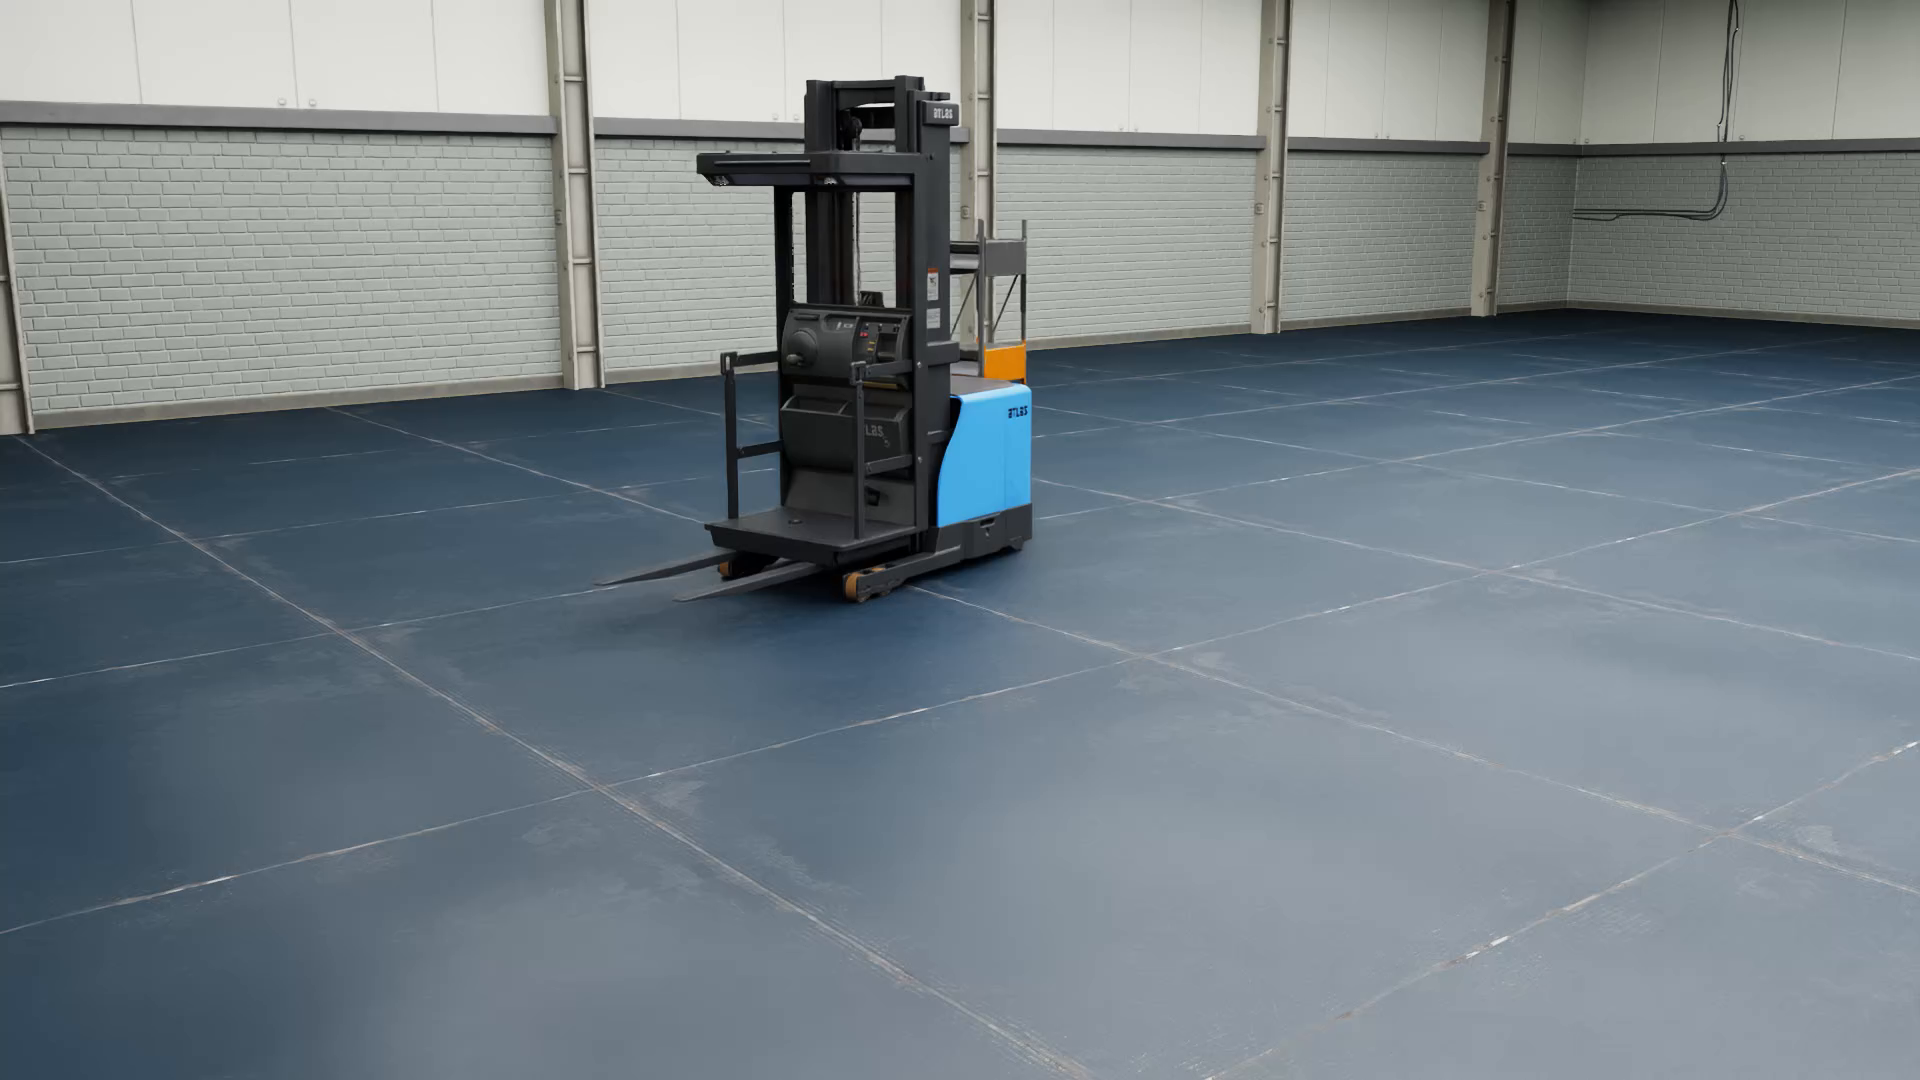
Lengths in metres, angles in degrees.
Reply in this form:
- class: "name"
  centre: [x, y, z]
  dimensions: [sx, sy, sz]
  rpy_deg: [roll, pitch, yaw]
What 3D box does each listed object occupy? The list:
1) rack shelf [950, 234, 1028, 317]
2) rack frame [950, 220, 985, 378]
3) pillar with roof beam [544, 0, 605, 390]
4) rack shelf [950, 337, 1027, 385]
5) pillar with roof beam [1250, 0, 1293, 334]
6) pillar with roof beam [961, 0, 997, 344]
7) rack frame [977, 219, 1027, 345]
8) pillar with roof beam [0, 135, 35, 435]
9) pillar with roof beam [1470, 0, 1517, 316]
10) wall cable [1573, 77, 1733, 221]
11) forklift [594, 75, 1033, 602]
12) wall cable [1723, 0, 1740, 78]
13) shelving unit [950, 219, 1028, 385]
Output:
- class: "rack shelf"
  centre: [0.139, -1.774, 11.123]
  dimensions: [0.431, 0.518, 0.480]
  rpy_deg: [9, 15, 36]
- class: "rack frame"
  centre: [-0.006, -1.062, 11.074]
  dimensions: [0.400, 2.100, 0.015]
  rpy_deg: [9, 15, 36]
- class: "pillar with roof beam"
  centre: [-1.742, -5.503, 15.381]
  dimensions: [0.400, 9.000, 9.100]
  rpy_deg: [-9, 15, -38]
- class: "rack shelf"
  centre: [0.139, -1.089, 11.269]
  dimensions: [0.431, 0.518, 0.480]
  rpy_deg: [9, 15, 36]
- class: "pillar with roof beam"
  centre: [7.629, -7.060, 22.714]
  dimensions: [0.400, 9.000, 9.100]
  rpy_deg: [-9, 15, -38]
- class: "pillar with roof beam"
  centre: [2.944, -6.282, 19.047]
  dimensions: [0.400, 9.000, 9.100]
  rpy_deg: [-9, 15, -38]
- class: "rack frame"
  centre: [0.284, -1.143, 11.458]
  dimensions: [0.400, 2.100, 0.015]
  rpy_deg: [9, 15, 36]
- class: "pillar with roof beam"
  centre: [-6.427, -4.725, 11.714]
  dimensions: [0.400, 9.000, 9.100]
  rpy_deg: [-9, 15, -38]
- class: "pillar with roof beam"
  centre: [12.314, -7.839, 26.380]
  dimensions: [0.400, 9.000, 9.100]
  rpy_deg: [-9, 15, -38]
- class: "wall cable"
  centre: [12.751, -7.186, 30.781]
  dimensions: [0.112, 2.526, 3.097]
  rpy_deg: [-9, 15, -38]
- class: "forklift"
  centre: [-0.809, -1.195, 9.700]
  dimensions: [1.130, 2.935, 3.031]
  rpy_deg: [9, 15, 36]
- class: "wall cable"
  centre: [14.441, -9.218, 28.190]
  dimensions: [0.112, 2.526, 3.097]
  rpy_deg: [-9, 15, -38]
- class: "shelving unit"
  centre: [0.139, -1.103, 11.266]
  dimensions: [0.431, 2.100, 0.503]
  rpy_deg: [9, 15, 36]
